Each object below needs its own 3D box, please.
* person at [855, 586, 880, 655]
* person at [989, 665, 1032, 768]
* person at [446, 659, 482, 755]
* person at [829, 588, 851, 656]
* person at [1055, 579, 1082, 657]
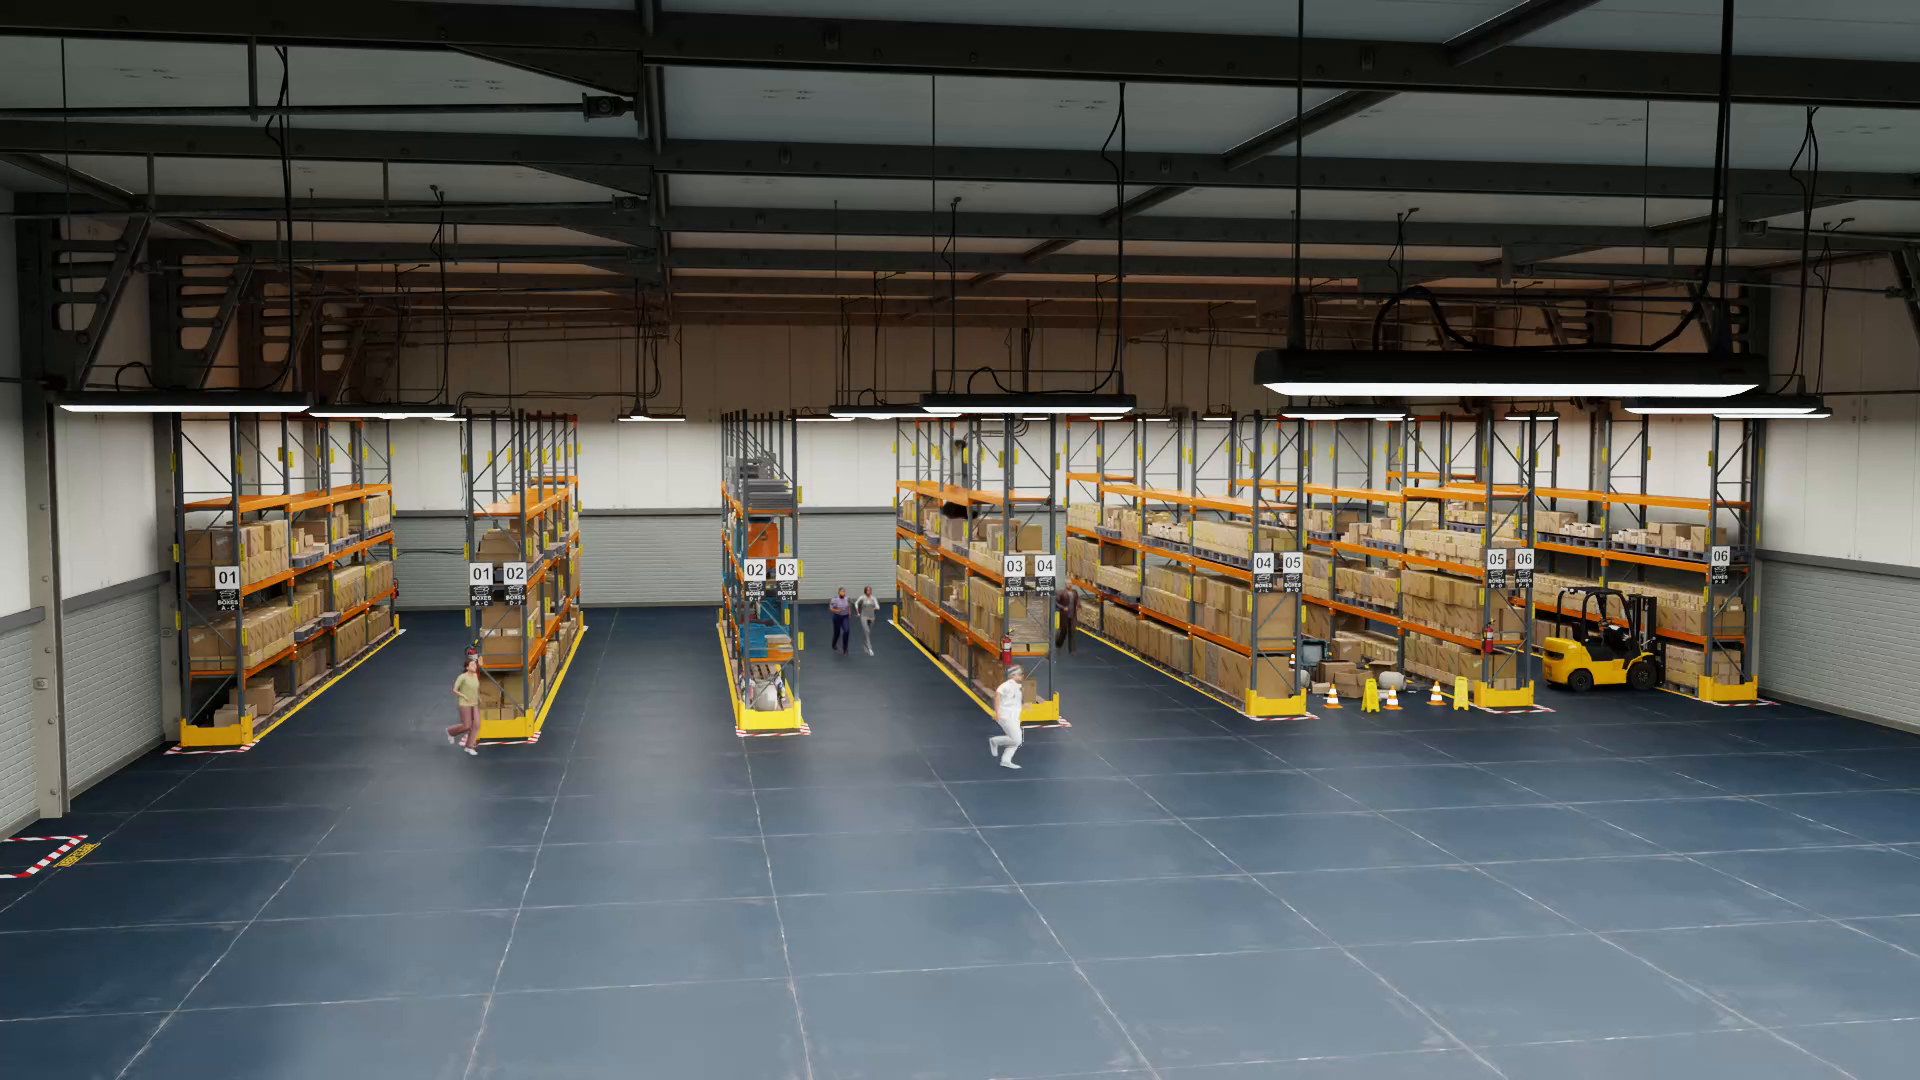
[{"bbox_3d":[-2.171,1.878,39.177,0.530,1.619,0.803,-1,4,-20],"label":"person"},{"bbox_3d":[0.844,2.944,27.709,0.695,1.737,0.704,1,4,20],"label":"person"},{"bbox_3d":[-8.625,2.901,29.120,0.764,1.661,0.604,2,5,28],"label":"person"},{"bbox_3d":[-2.995,2.016,41.551,0.627,1.685,0.936,-2,4,-25],"label":"person"},{"bbox_3d":[2.538,1.827,39.093,0.733,1.828,0.871,-2,4,-21],"label":"person"}]
